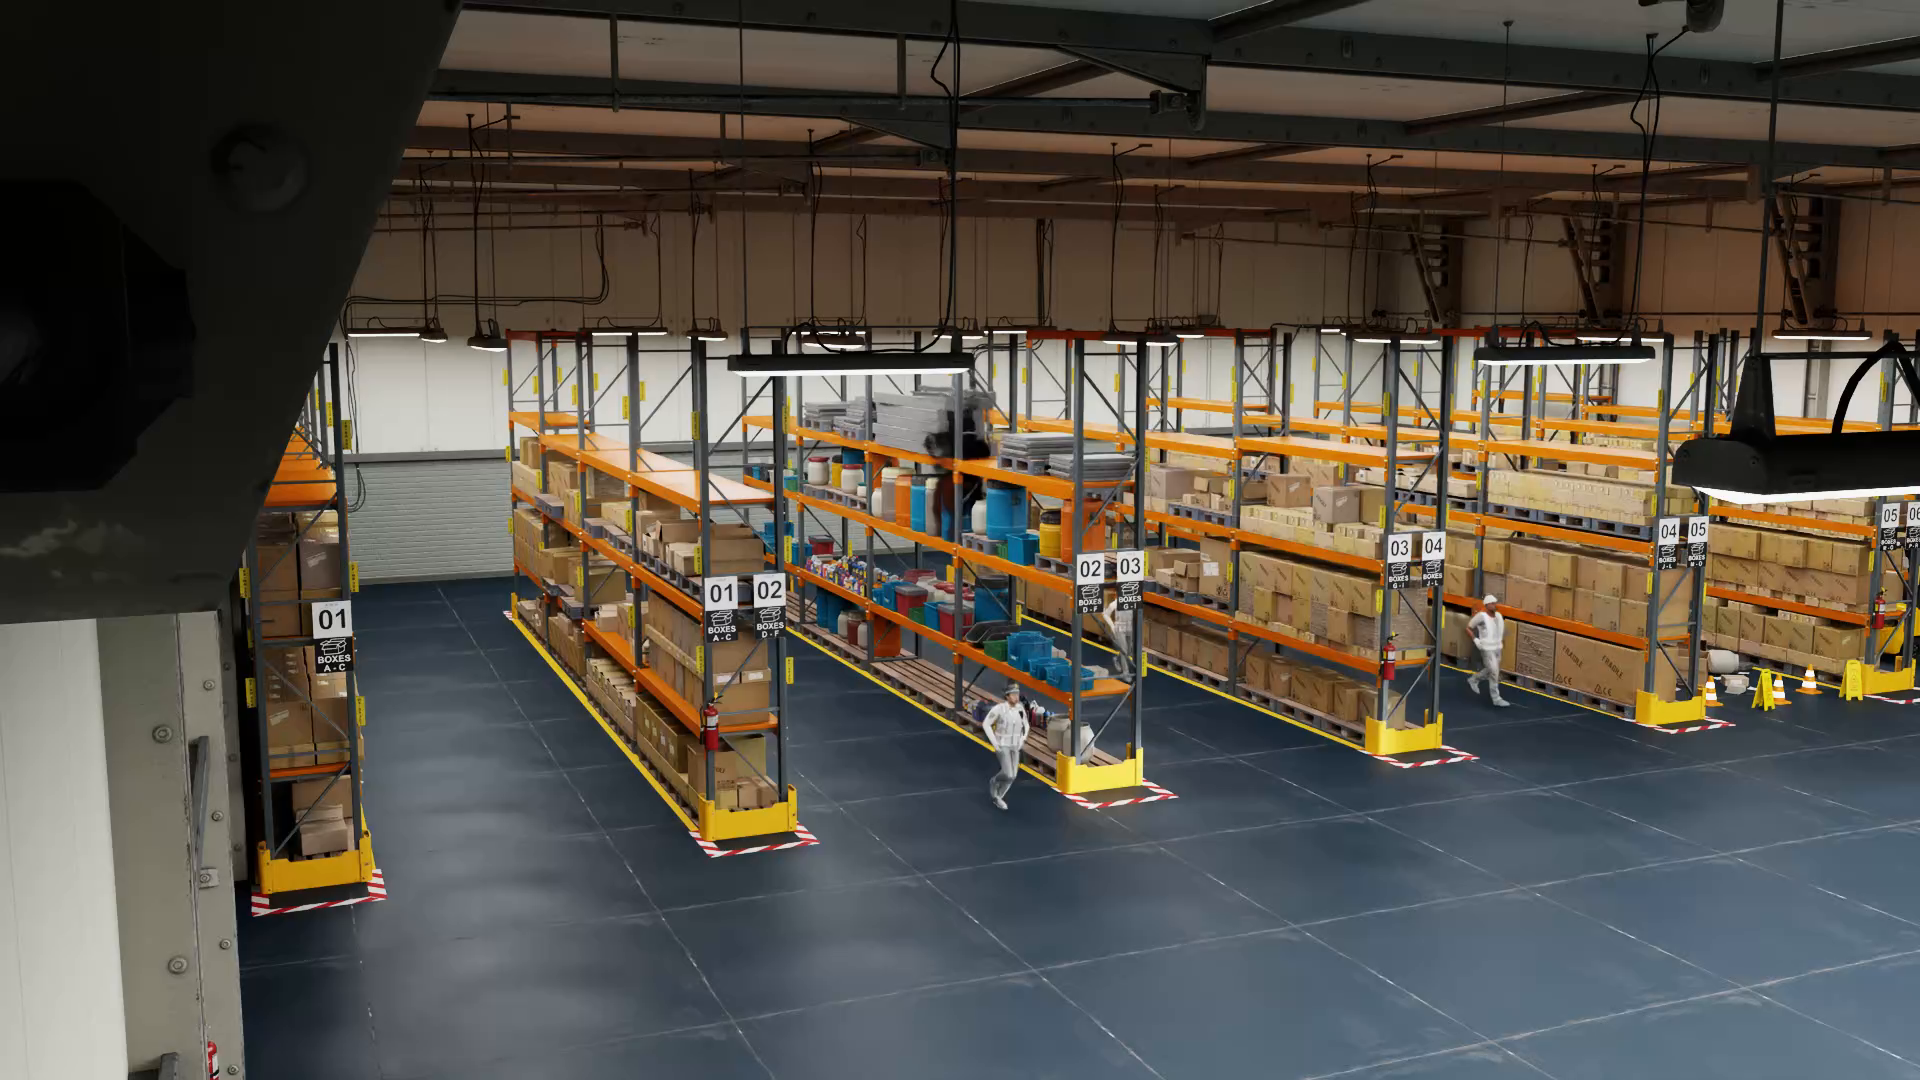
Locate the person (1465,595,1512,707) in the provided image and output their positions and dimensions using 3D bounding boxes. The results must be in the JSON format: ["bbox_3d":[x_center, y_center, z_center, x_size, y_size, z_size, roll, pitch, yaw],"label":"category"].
[{"bbox_3d":[8.611,1.772,27.054,0.695,1.763,0.964,-5,9,-31],"label":"person"}]

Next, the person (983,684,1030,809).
[{"bbox_3d":[0.646,2.640,21.324,0.626,1.631,0.472,-4,9,-27],"label":"person"}]

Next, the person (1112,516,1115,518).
[{"bbox_3d":[3.602,0.235,39.028,0.616,1.610,0.527,-2,8,-13],"label":"person"}]

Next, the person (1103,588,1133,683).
[{"bbox_3d":[2.822,1.583,28.801,0.624,1.669,0.875,-3,8,-23],"label":"person"}]
